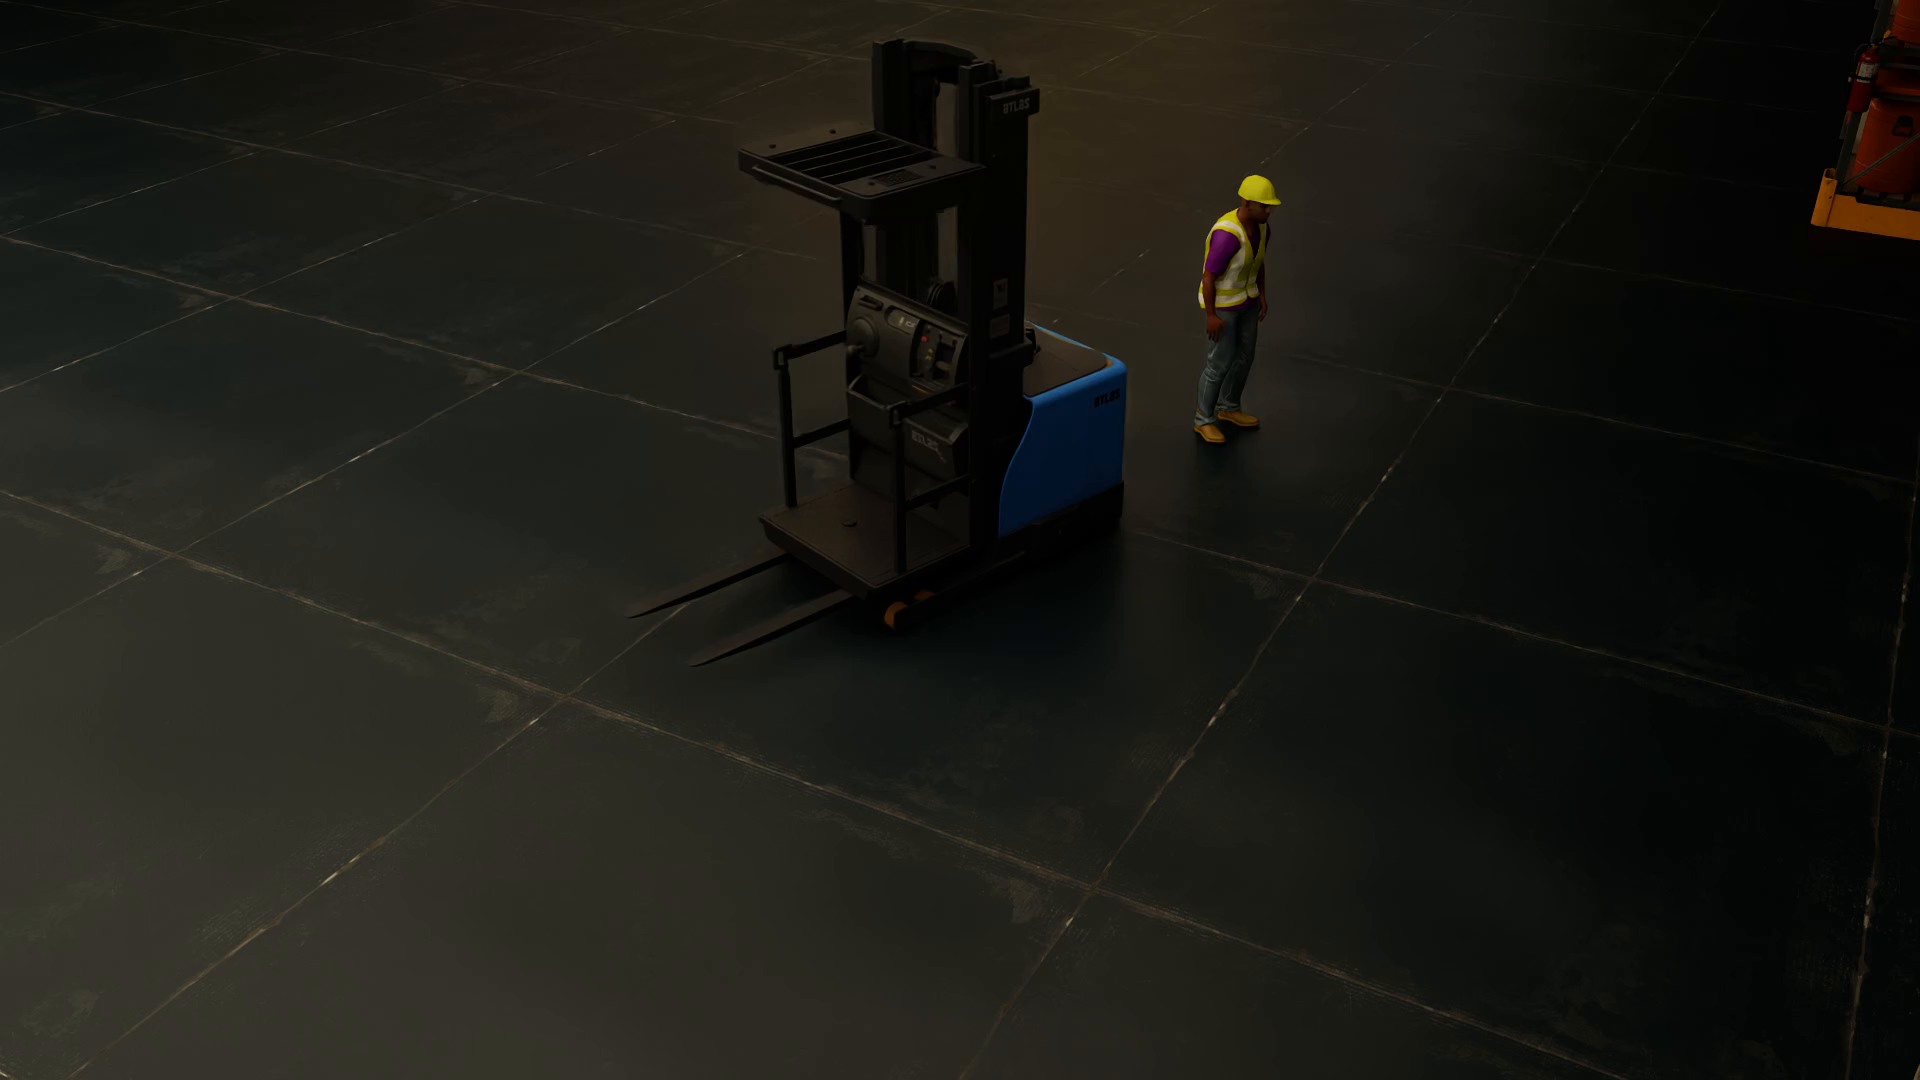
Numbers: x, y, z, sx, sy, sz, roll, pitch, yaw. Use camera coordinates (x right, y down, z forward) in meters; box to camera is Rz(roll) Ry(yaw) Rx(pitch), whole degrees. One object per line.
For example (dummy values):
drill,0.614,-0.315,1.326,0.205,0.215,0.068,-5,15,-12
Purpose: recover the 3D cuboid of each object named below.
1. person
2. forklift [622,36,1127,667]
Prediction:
person,1.815,-1.538,10.910,0.460,1.759,0.634,26,39,37
forklift,-0.452,-1.060,8.908,3.031,2.935,1.130,-24,38,-35
